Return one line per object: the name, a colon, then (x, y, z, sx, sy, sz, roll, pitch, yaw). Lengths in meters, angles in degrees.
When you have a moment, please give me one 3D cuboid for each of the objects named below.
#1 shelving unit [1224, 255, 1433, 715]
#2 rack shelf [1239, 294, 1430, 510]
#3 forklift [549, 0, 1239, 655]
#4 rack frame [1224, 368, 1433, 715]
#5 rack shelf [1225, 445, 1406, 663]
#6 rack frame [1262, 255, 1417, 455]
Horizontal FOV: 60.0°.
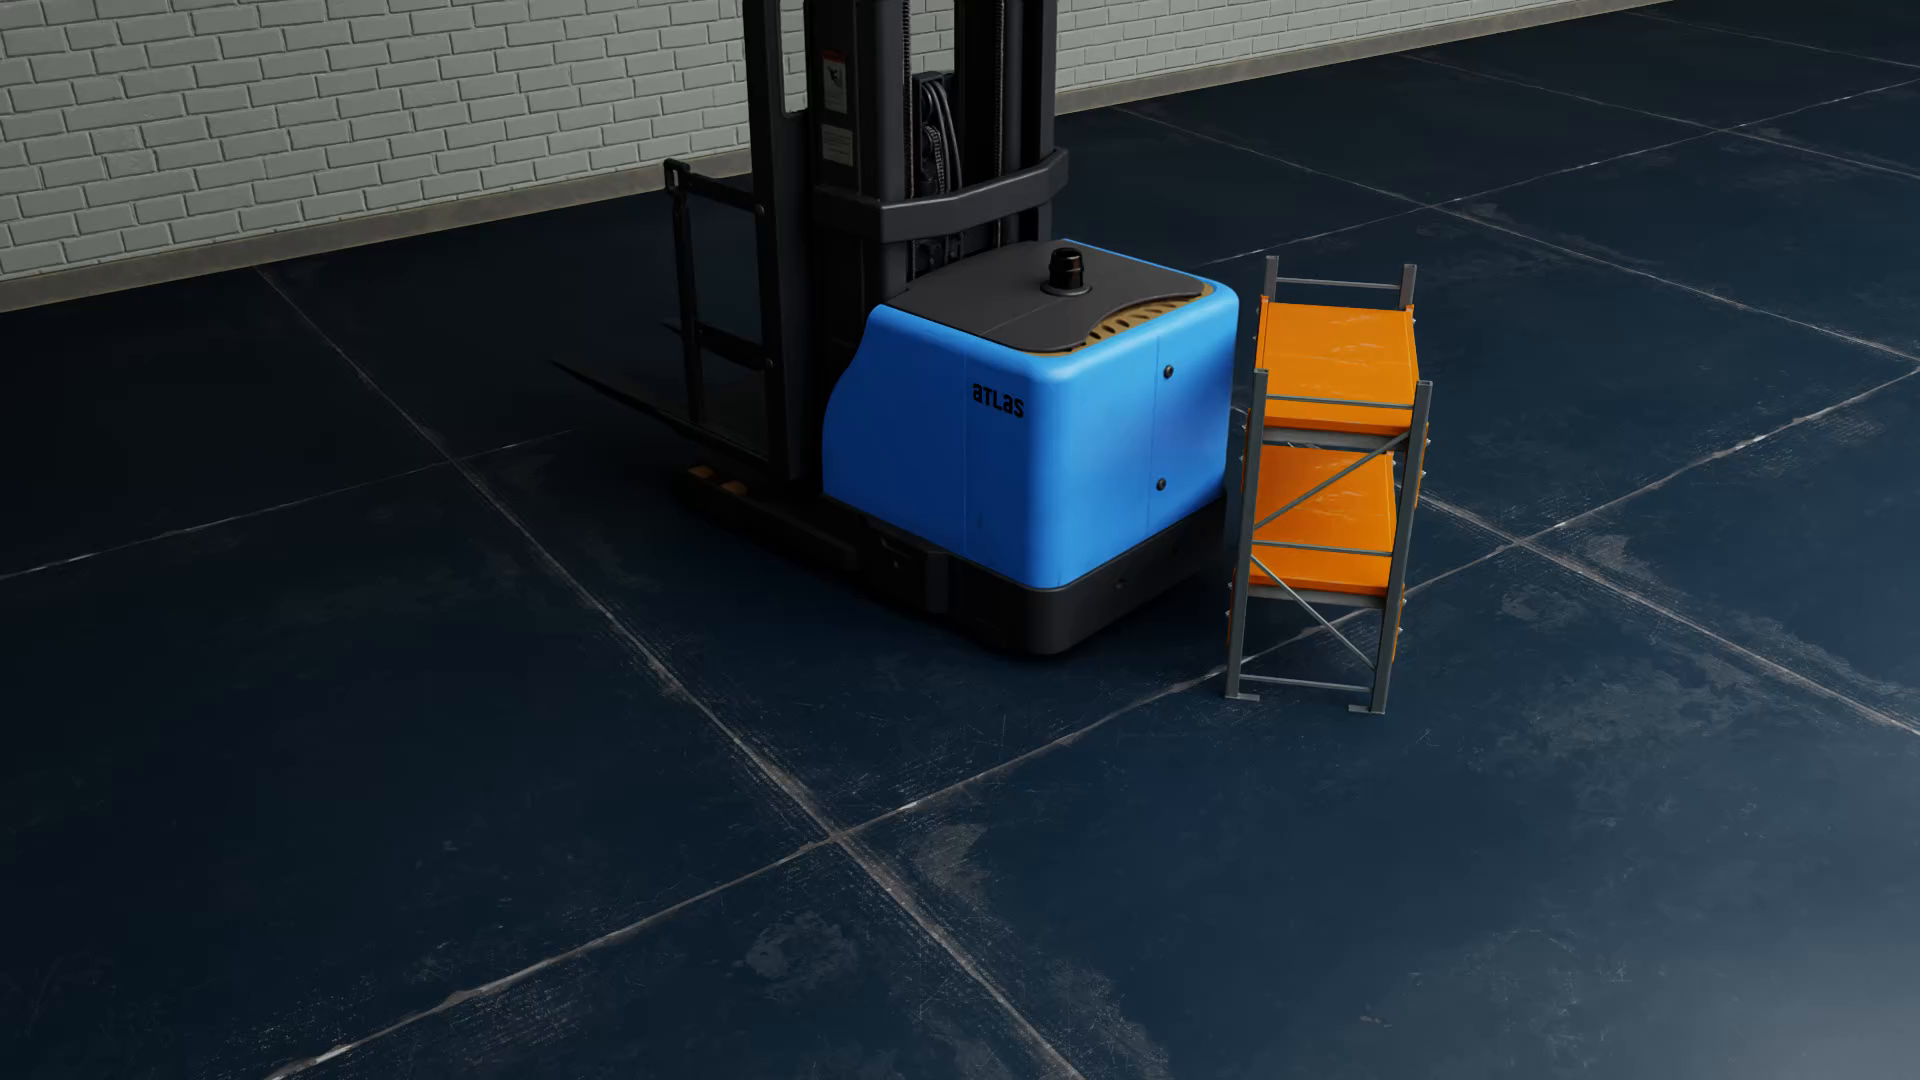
shelving unit: (1.191, -0.210, 5.459, 0.538, 1.125, 1.048, 5, 29, 10)
rack shelf: (1.191, -0.468, 5.319, 0.538, 0.278, 1.000, 5, 29, 10)
forklift: (-0.464, -1.508, 5.955, 3.031, 2.935, 1.130, 24, 37, 37)
rack frame: (1.093, 0.028, 5.020, 0.500, 1.125, 0.032, 5, 29, 10)
rack shelf: (1.191, 0.005, 5.575, 0.538, 0.278, 1.000, 5, 29, 10)
rack frame: (1.289, -0.448, 5.897, 0.500, 1.125, 0.032, 5, 29, 10)
